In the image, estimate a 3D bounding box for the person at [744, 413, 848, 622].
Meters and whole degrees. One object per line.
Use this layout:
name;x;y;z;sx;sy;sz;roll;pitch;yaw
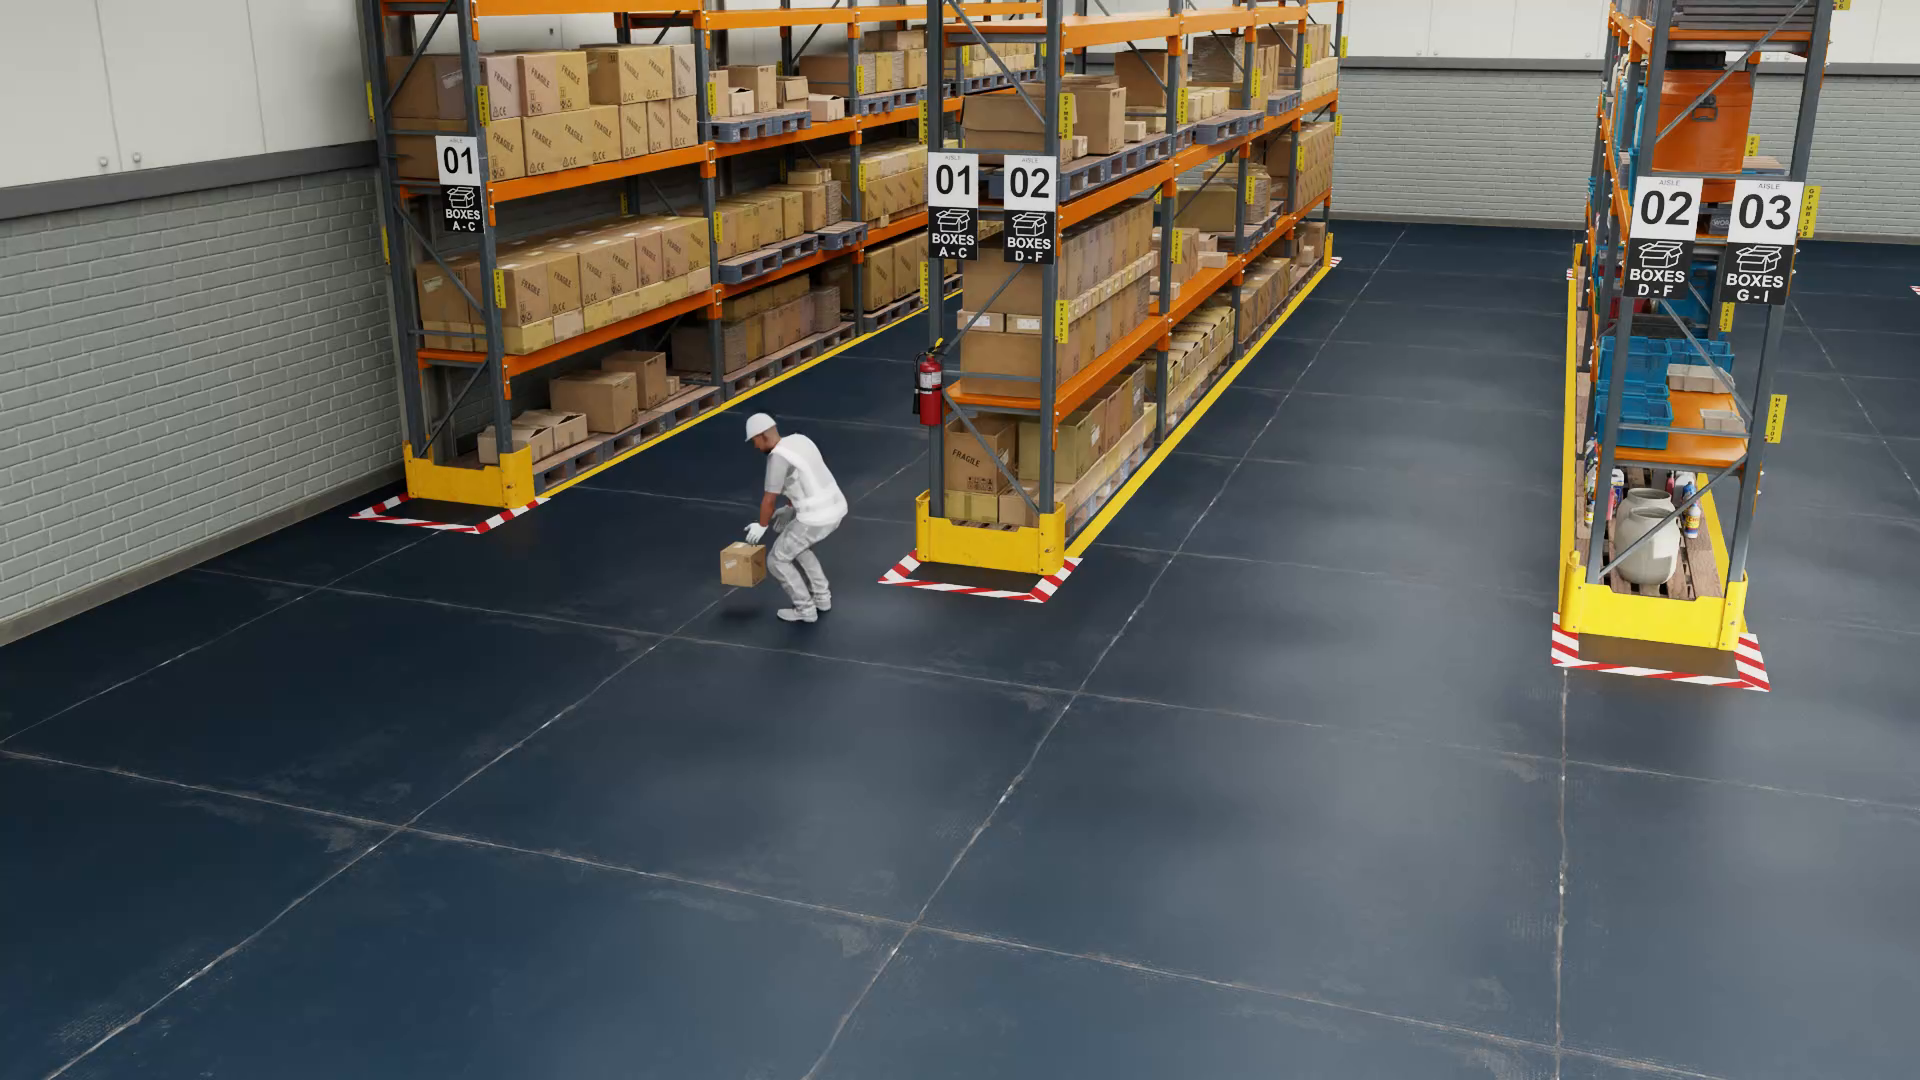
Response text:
person;-1.192;-0.165;11.974;0.717;1.498;0.610;6;20;18
